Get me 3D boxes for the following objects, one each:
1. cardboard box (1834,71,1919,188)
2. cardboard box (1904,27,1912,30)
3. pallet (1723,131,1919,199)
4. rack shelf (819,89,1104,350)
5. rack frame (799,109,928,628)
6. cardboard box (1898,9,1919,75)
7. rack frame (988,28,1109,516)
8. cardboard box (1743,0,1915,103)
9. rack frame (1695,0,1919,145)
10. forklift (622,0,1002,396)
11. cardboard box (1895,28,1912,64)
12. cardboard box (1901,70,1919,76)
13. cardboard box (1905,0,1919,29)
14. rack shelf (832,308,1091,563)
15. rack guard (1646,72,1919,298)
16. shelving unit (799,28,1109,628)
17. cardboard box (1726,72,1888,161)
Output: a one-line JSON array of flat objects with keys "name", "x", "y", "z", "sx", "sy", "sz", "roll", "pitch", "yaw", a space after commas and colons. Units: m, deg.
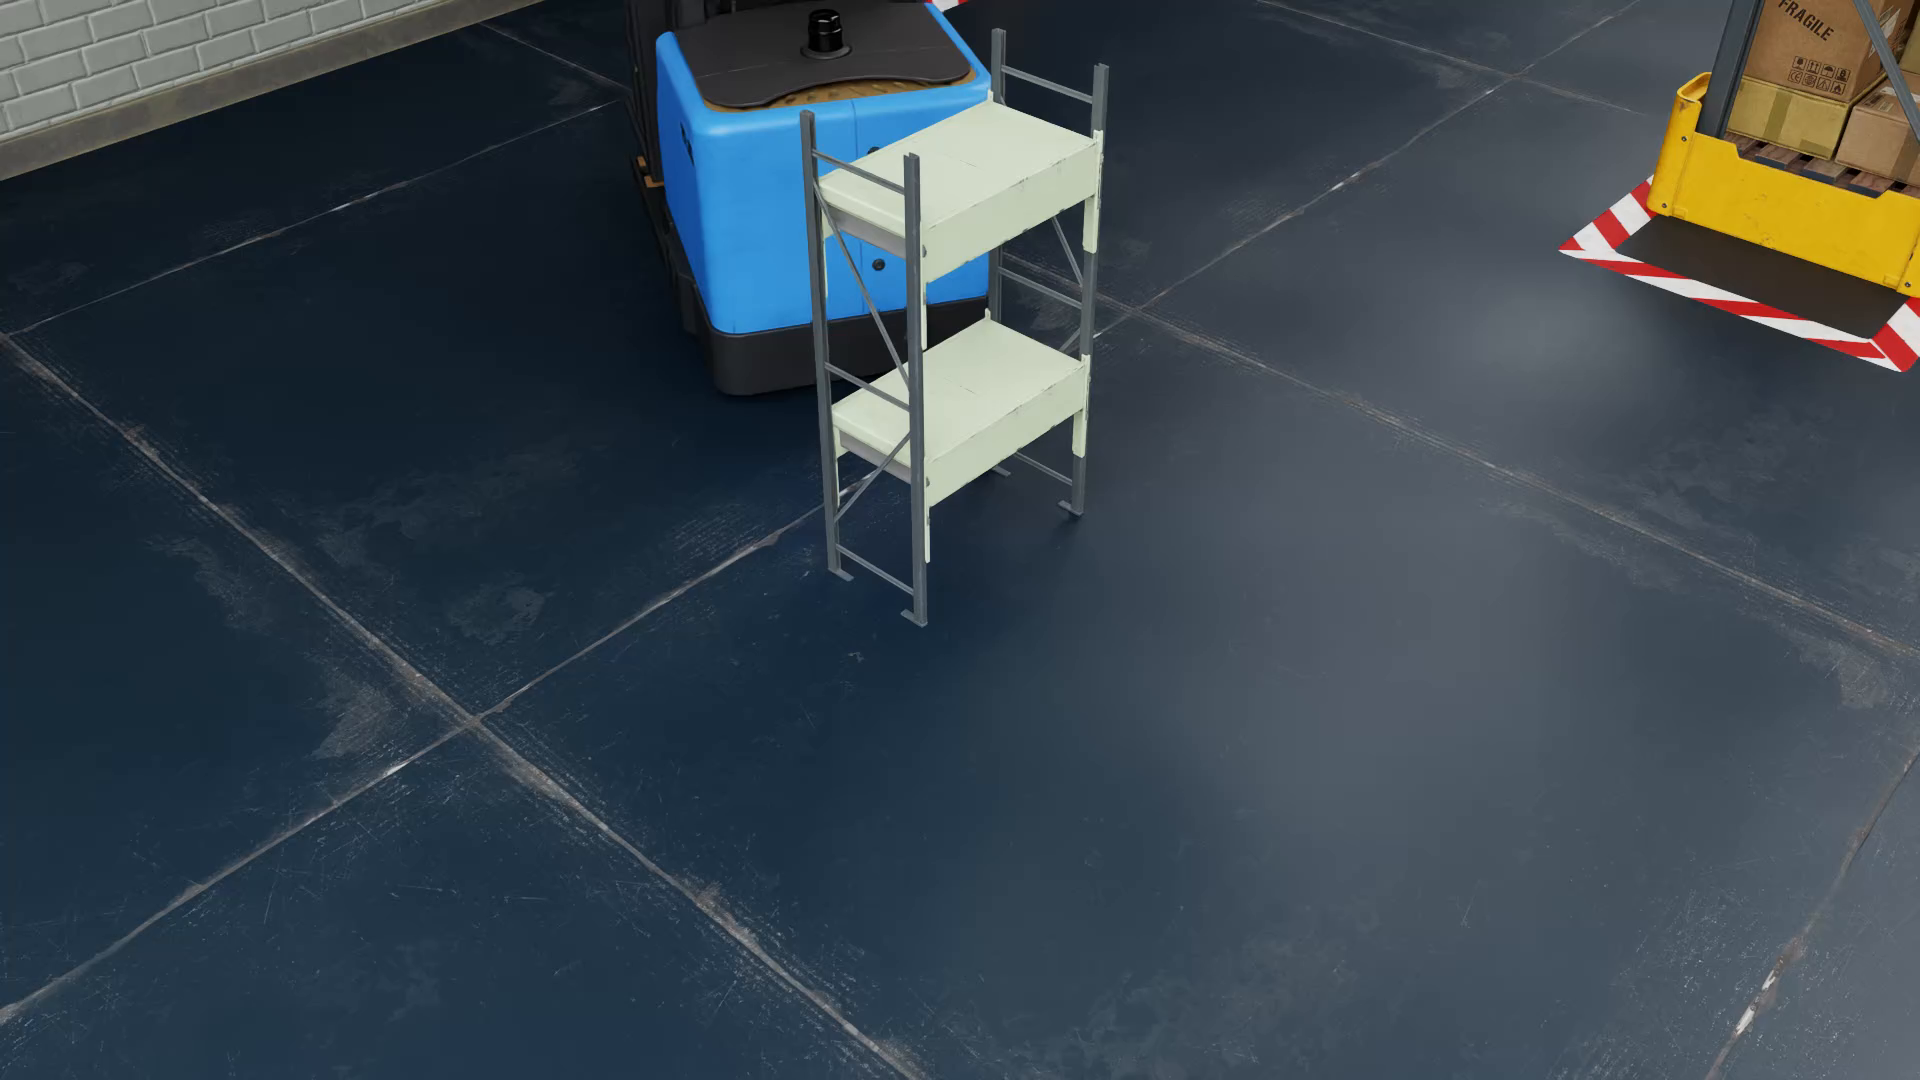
[{"name": "cardboard box", "x": 3.960, "y": -1.665, "z": 6.805, "sx": 0.500, "sy": 0.250, "sz": 0.500, "roll": 30, "pitch": 47, "yaw": 32}, {"name": "cardboard box", "x": 4.242, "y": -2.347, "z": 7.664, "sx": 0.500, "sy": 0.250, "sz": 0.500, "roll": 30, "pitch": 47, "yaw": 32}, {"name": "pallet", "x": 3.919, "y": -1.701, "z": 7.220, "sx": 1.003, "sy": 0.211, "sz": 1.213, "roll": 30, "pitch": 47, "yaw": 32}, {"name": "rack shelf", "x": -0.004, "y": -0.889, "z": 4.536, "sx": 0.431, "sy": 0.370, "sz": 0.720, "roll": 30, "pitch": 47, "yaw": 32}, {"name": "rack frame", "x": -0.251, "y": -0.416, "z": 4.568, "sx": 0.400, "sy": 1.500, "sz": 0.023, "roll": 30, "pitch": 47, "yaw": 32}, {"name": "cardboard box", "x": 4.296, "y": -2.189, "z": 6.862, "sx": 0.500, "sy": 0.500, "sz": 0.500, "roll": 30, "pitch": 47, "yaw": 32}, {"name": "rack frame", "x": 0.242, "y": -0.752, "z": 4.991, "sx": 0.400, "sy": 1.500, "sz": 0.023, "roll": 30, "pitch": 47, "yaw": 32}, {"name": "cardboard box", "x": 3.576, "y": -2.177, "z": 6.846, "sx": 0.500, "sy": 0.500, "sz": 0.500, "roll": 30, "pitch": 47, "yaw": 32}, {"name": "rack frame", "x": 3.434, "y": -2.424, "z": 5.888, "sx": 1.000, "sy": 3.000, "sz": 0.127, "roll": 30, "pitch": 47, "yaw": 32}, {"name": "forklift", "x": -0.772, "y": -2.571, "z": 6.128, "sx": 1.130, "sy": 2.935, "sz": 3.031, "roll": -11, "pitch": 40, "yaw": -13}, {"name": "cardboard box", "x": 3.906, "y": -2.117, "z": 7.374, "sx": 0.500, "sy": 0.250, "sz": 0.500, "roll": 30, "pitch": 47, "yaw": 32}, {"name": "cardboard box", "x": 4.295, "y": -1.896, "z": 7.096, "sx": 0.500, "sy": 0.250, "sz": 0.500, "roll": 30, "pitch": 47, "yaw": 32}, {"name": "cardboard box", "x": 4.240, "y": -2.642, "z": 7.432, "sx": 0.500, "sy": 0.500, "sz": 0.500, "roll": 30, "pitch": 47, "yaw": 32}, {"name": "rack shelf", "x": -0.004, "y": -0.329, "z": 4.982, "sx": 0.431, "sy": 0.370, "sz": 0.720, "roll": 30, "pitch": 47, "yaw": 32}, {"name": "rack guard", "x": 3.418, "y": -1.434, "z": 6.652, "sx": 1.175, "sy": 0.500, "sz": 0.348, "roll": 30, "pitch": 47, "yaw": 32}, {"name": "shelving unit", "x": -0.004, "y": -0.584, "z": 4.779, "sx": 0.431, "sy": 1.500, "sz": 0.755, "roll": 30, "pitch": 47, "yaw": 32}, {"name": "cardboard box", "x": 3.578, "y": -1.882, "z": 7.079, "sx": 0.500, "sy": 0.250, "sz": 0.500, "roll": 30, "pitch": 47, "yaw": 32}]
